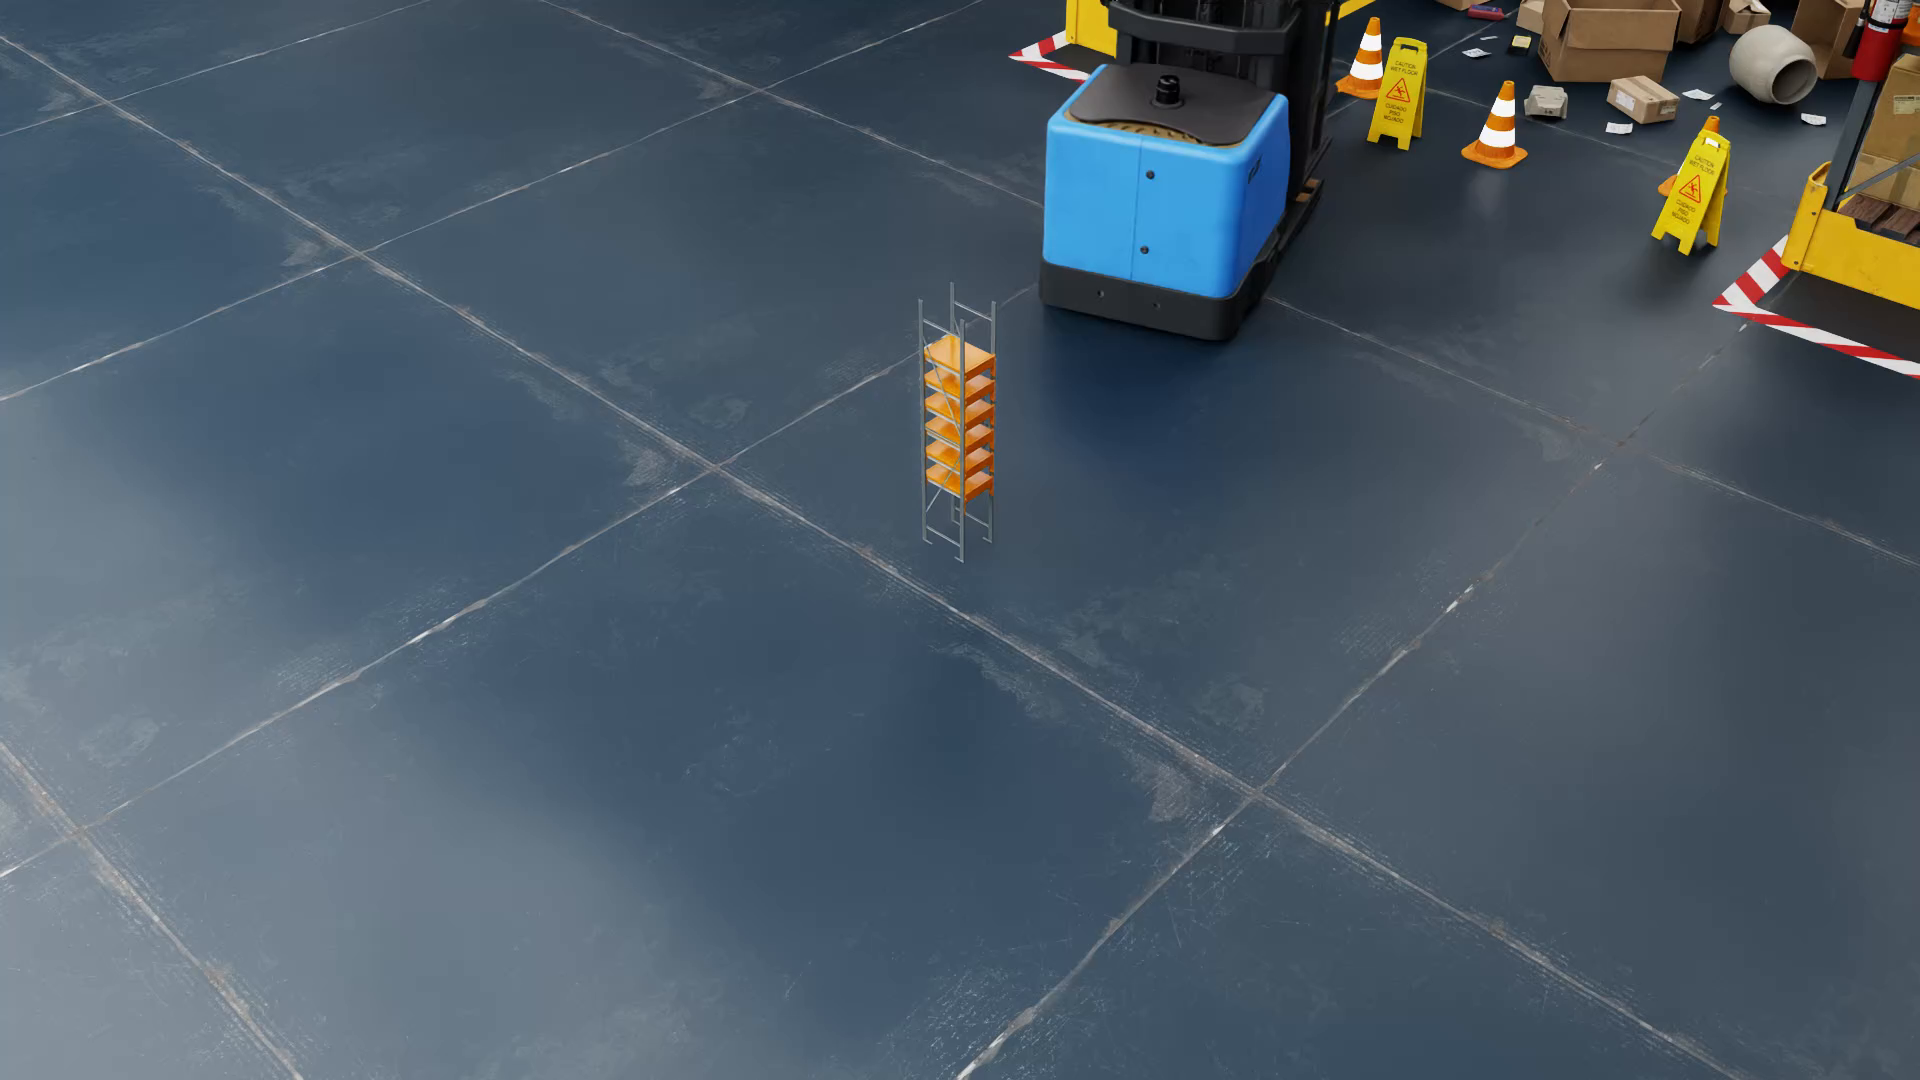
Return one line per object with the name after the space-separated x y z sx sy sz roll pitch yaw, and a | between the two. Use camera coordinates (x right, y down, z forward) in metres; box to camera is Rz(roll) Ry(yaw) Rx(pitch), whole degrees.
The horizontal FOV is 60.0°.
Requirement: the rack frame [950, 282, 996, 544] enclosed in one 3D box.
0.052 -0.505 6.921 0.240 1.200 0.006 30 47 32 | rack frame

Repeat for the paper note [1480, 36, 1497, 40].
3.713 -3.525 11.675 0.123 0.001 0.032 -11 40 -14 | paper note

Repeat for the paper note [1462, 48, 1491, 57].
3.558 -3.355 11.446 0.142 0.017 0.144 -18 42 -21 | paper note

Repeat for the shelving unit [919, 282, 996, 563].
-0.010 -0.463 6.868 0.258 1.200 0.189 30 47 32 | shelving unit

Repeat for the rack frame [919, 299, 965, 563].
-0.071 -0.421 6.815 0.240 1.200 0.006 30 47 32 | rack frame

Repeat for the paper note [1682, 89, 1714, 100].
4.849 -2.928 10.917 0.142 0.019 0.148 -18 42 -21 | paper note

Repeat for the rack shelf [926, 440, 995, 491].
-0.010 -0.334 6.971 0.258 0.103 0.180 30 47 32 | rack shelf

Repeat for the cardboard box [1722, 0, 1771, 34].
5.562 -3.792 11.805 0.258 0.266 0.396 2 39 2 | cardboard box

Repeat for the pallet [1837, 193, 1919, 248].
5.622 -1.799 9.343 1.003 0.211 1.213 30 47 32 | pallet

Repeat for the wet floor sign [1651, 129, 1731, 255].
4.079 -1.938 9.168 0.232 0.644 0.267 -18 42 -21 | wet floor sign

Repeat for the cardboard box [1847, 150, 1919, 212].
5.360 -2.081 9.328 0.500 0.250 0.500 29 47 32 | cardboard box

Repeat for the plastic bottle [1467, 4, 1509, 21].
3.809 -3.792 11.970 0.283 0.061 0.133 14 41 17 | plastic bottle

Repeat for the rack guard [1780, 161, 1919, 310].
5.048 -1.554 8.802 1.175 0.500 0.348 30 47 32 | rack guard

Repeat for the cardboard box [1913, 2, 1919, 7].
5.180 -2.823 8.593 0.380 0.149 0.250 29 47 31 | cardboard box

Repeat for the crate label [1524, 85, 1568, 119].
3.771 -2.813 10.678 0.250 0.136 0.298 8 39 10 | crate label

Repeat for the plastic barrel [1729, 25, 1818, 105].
5.273 -3.073 10.775 0.421 0.421 0.512 -5 39 -6 | plastic barrel

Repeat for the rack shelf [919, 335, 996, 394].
-0.010 -0.710 6.672 0.258 0.103 0.180 30 47 32 | rack shelf

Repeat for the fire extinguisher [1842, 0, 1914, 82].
4.580 -2.608 8.182 0.296 0.674 0.183 30 47 32 | fire extinguisher

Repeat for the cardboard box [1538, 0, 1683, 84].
4.313 -3.390 11.109 0.797 0.503 0.637 2 39 2 | cardboard box

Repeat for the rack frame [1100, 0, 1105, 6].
1.275 -4.529 10.536 1.000 3.000 0.127 30 47 32 | rack frame

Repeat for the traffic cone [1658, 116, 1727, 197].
4.335 -2.243 9.700 0.336 0.463 0.334 30 47 32 | traffic cone

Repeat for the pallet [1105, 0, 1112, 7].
1.757 -3.838 11.907 1.003 0.211 1.213 30 47 32 | pallet

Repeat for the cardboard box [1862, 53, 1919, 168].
5.345 -2.356 9.073 0.500 0.500 0.500 30 47 32 | cardboard box

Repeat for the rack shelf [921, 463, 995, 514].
-0.010 -0.240 7.045 0.258 0.103 0.180 30 47 32 | rack shelf

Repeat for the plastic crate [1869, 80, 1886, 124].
6.031 -2.815 10.726 0.402 0.080 0.583 14 41 17 | plastic crate

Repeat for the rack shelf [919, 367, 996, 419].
-0.010 -0.616 6.746 0.258 0.103 0.180 30 47 32 | rack shelf

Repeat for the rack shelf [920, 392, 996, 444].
-0.010 -0.522 6.821 0.258 0.103 0.180 30 47 32 | rack shelf

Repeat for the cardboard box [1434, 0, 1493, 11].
3.684 -4.245 12.185 0.500 0.500 0.500 -26 45 -29 | cardboard box

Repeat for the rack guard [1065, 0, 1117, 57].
1.259 -3.540 11.300 1.175 0.500 0.348 30 47 32 | rack guard

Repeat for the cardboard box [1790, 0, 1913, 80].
5.968 -3.437 11.168 0.500 0.500 0.500 -5 39 -6 | cardboard box

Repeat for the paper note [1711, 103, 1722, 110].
4.904 -2.813 10.780 0.032 0.001 0.123 30 47 32 | paper note

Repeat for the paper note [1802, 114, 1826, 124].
5.448 -2.689 10.607 0.142 0.019 0.148 14 41 17 | paper note

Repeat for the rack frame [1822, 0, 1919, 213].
4.997 -2.497 7.980 1.000 3.000 0.127 30 47 32 | rack frame

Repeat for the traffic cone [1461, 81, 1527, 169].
3.286 -2.553 10.089 0.336 0.463 0.334 30 47 32 | traffic cone

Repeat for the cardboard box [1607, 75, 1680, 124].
4.390 -2.831 10.691 0.250 0.149 0.380 -11 40 -14 | cardboard box

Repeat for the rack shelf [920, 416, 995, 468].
-0.010 -0.428 6.896 0.258 0.103 0.180 30 47 32 | rack shelf

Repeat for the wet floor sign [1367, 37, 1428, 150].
2.717 -2.763 10.206 0.267 0.644 0.232 22 43 25 | wet floor sign

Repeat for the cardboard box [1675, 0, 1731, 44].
4.938 -3.876 11.611 0.797 0.637 0.503 30 47 32 | cardboard box

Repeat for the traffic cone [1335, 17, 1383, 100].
2.681 -3.184 10.882 0.336 0.463 0.334 30 47 32 | traffic cone

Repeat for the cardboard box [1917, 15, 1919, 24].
5.091 -2.660 8.388 0.380 0.149 0.250 31 48 33 | cardboard box

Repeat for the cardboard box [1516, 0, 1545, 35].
4.173 -3.734 11.732 0.258 0.266 0.396 -26 45 -29 | cardboard box

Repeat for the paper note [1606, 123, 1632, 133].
4.165 -2.605 10.502 0.148 0.019 0.142 14 41 17 | paper note

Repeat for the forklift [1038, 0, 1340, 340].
1.468 -3.071 8.757 1.130 2.935 3.031 15 41 18 | forklift

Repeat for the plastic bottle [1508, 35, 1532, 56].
3.886 -3.440 11.527 0.133 0.061 0.283 14 41 17 | plastic bottle

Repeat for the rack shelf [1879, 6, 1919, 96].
6.346 -3.134 9.360 1.077 0.370 4.000 30 47 32 | rack shelf

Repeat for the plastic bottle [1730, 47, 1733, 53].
5.441 -3.379 11.451 0.283 0.061 0.133 -26 45 -29 | plastic bottle
